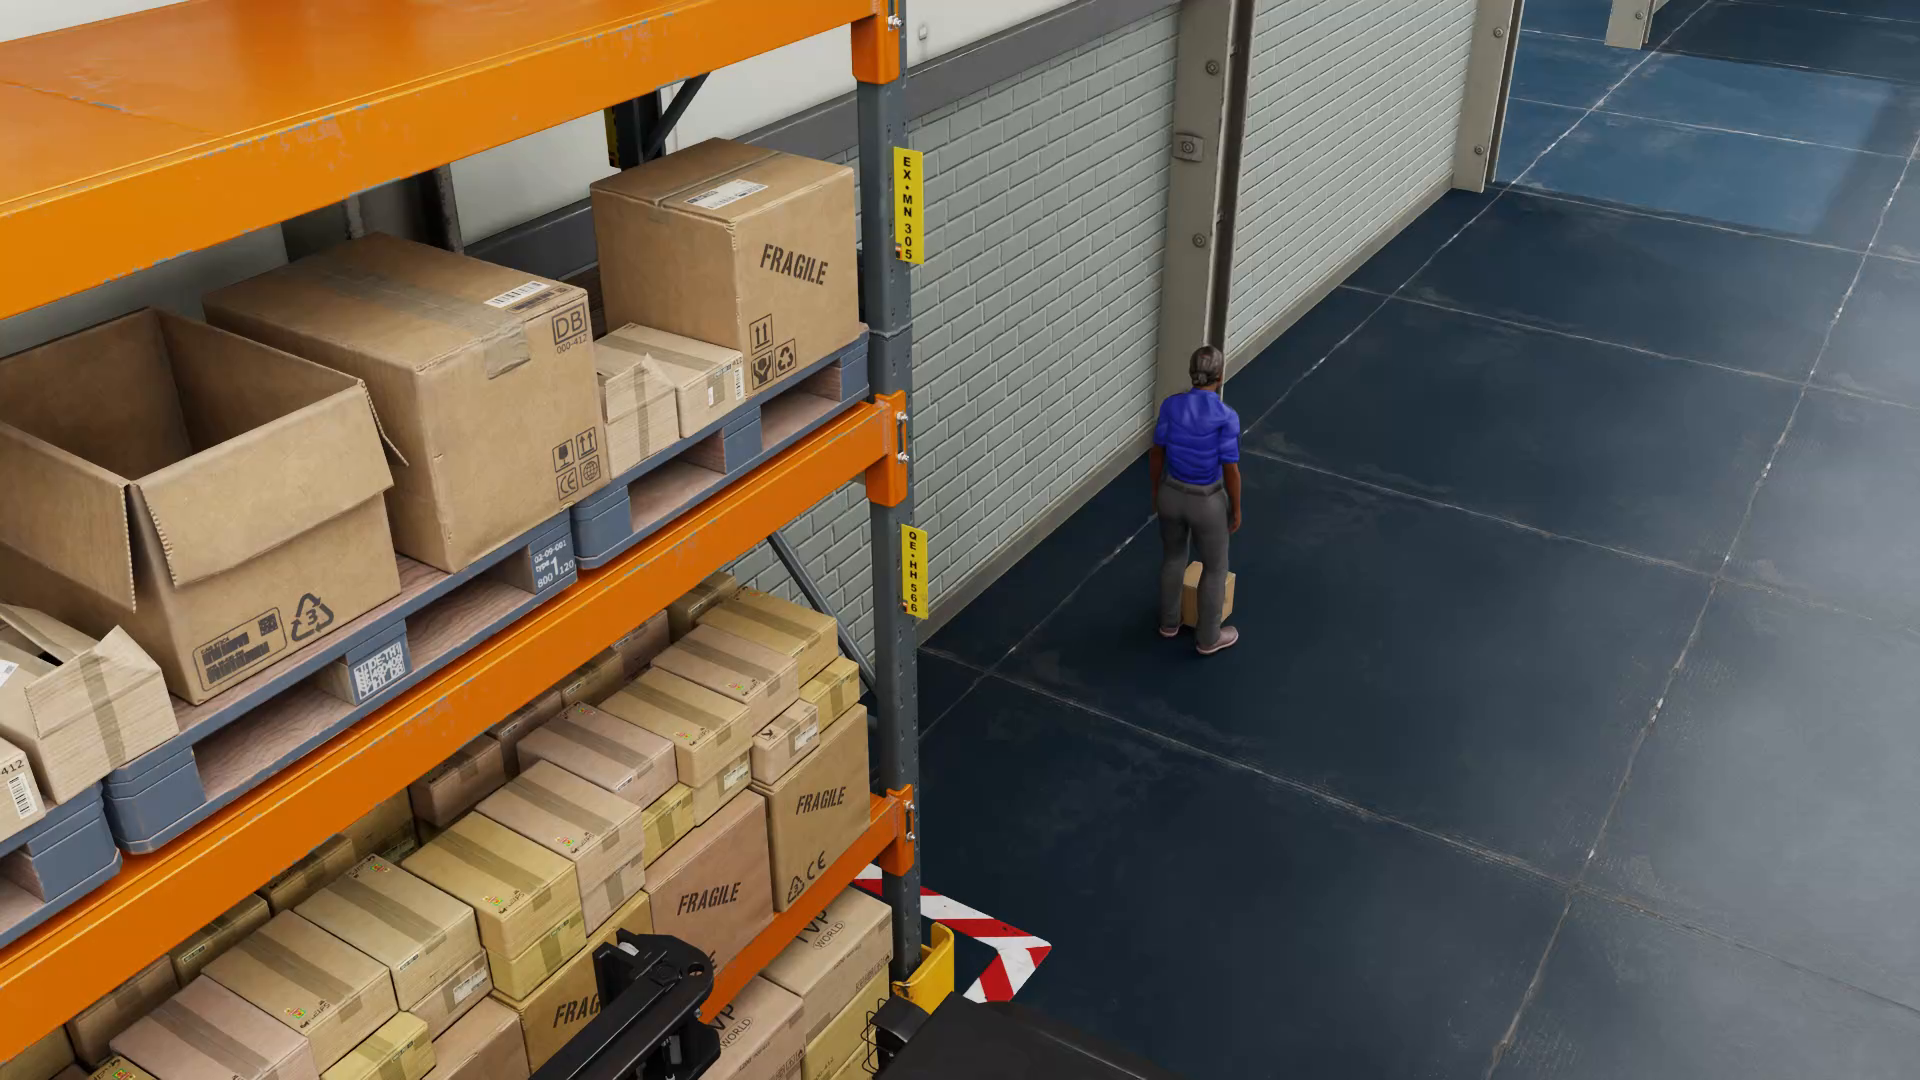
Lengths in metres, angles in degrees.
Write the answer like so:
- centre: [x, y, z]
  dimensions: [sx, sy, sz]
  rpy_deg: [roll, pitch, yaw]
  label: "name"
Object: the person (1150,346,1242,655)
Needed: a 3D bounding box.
- centre: [1.214, -0.202, 8.477]
  dimensions: [0.508, 1.655, 0.391]
  rpy_deg: [18, 35, 27]
  label: "person"
